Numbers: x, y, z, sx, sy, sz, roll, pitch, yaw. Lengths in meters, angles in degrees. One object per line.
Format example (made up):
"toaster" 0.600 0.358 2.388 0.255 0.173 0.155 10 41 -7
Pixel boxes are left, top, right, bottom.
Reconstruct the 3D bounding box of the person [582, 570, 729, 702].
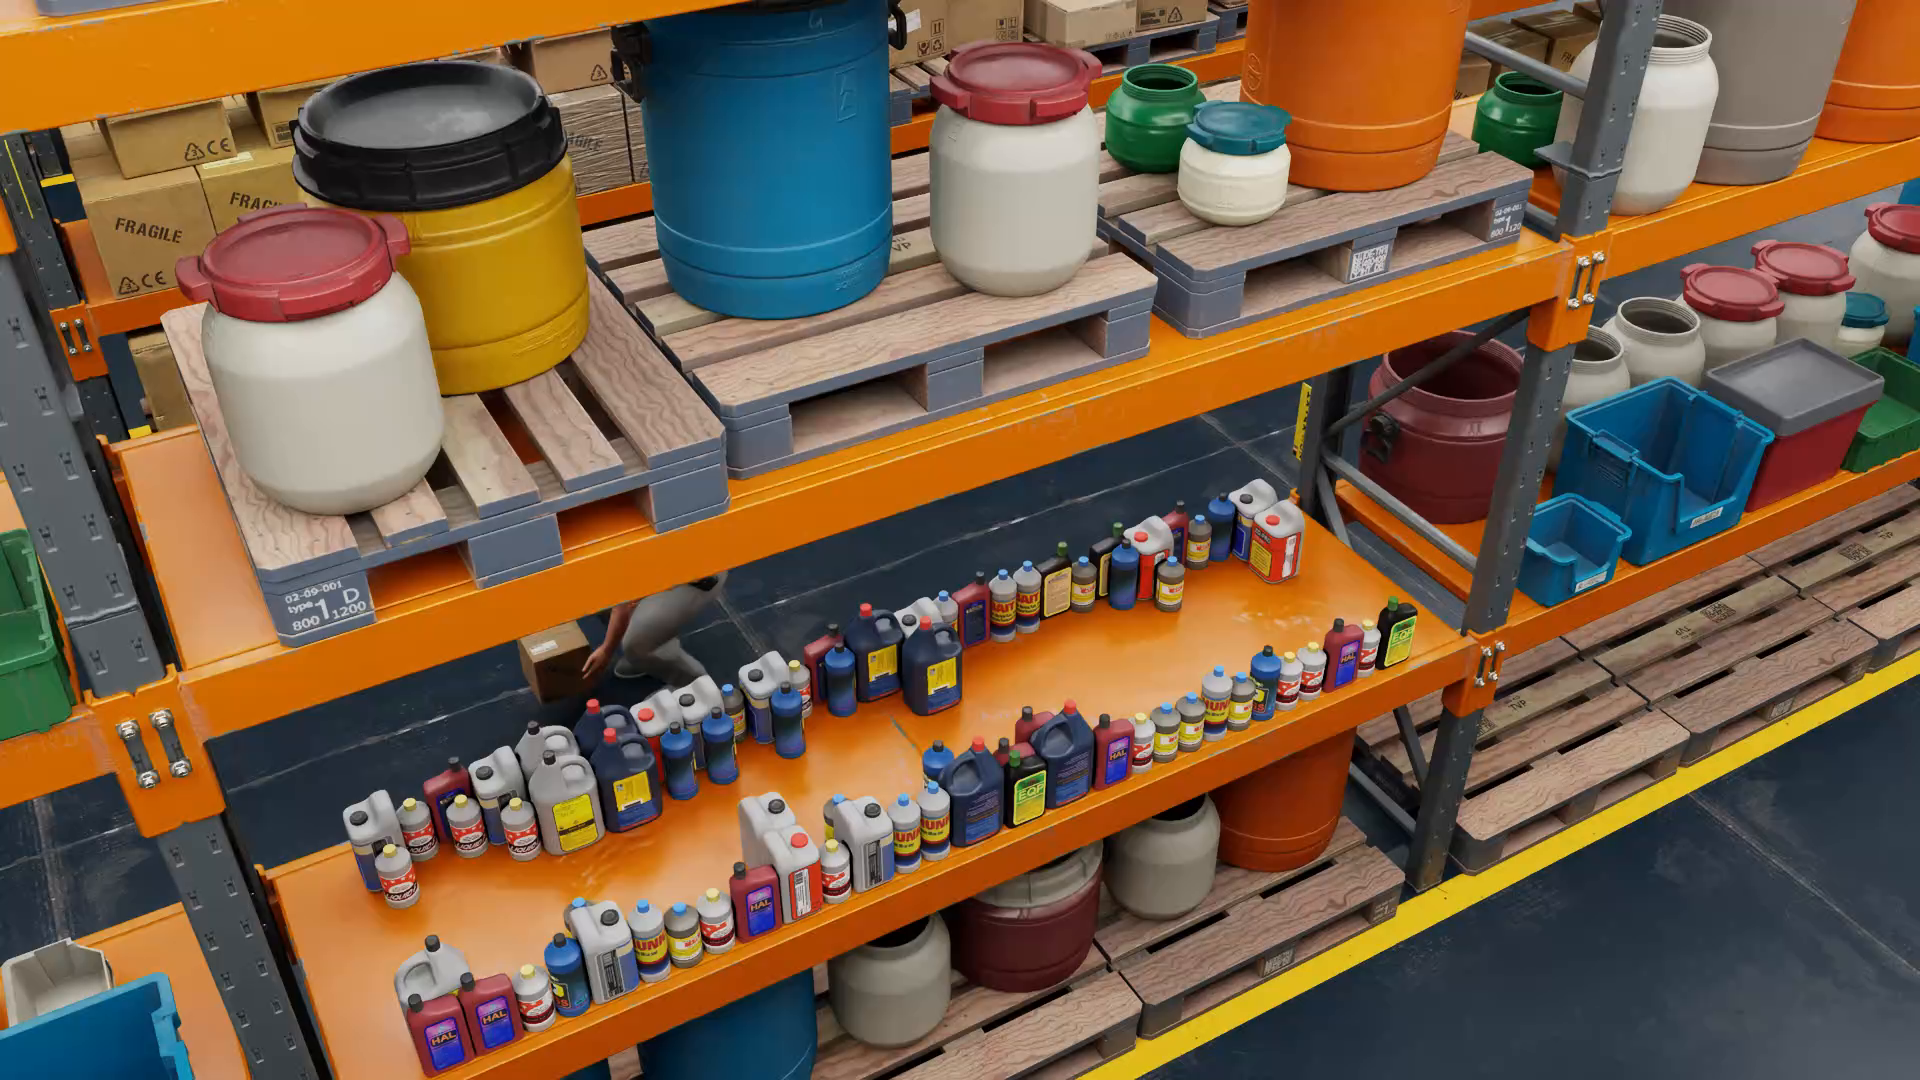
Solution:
"person" -1.387 0.186 7.105 0.882 1.241 0.581 -19 41 -24
